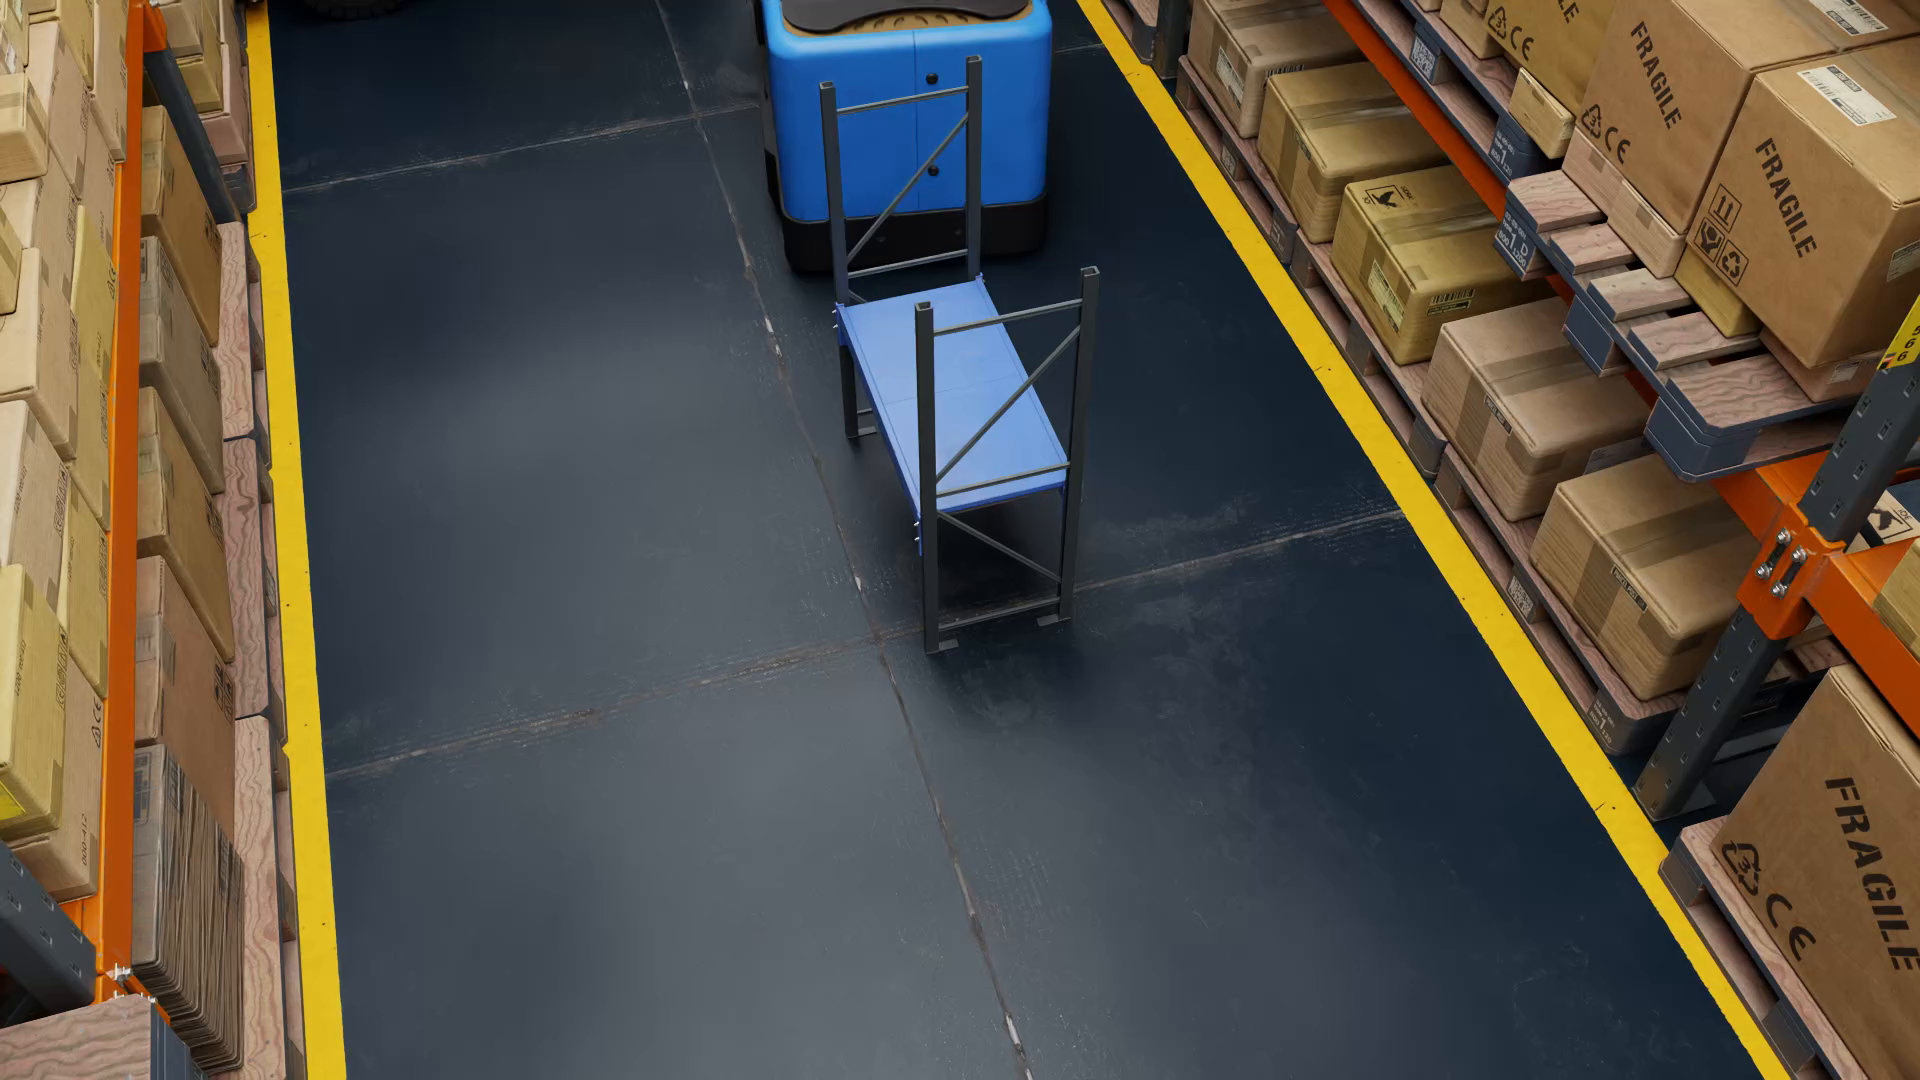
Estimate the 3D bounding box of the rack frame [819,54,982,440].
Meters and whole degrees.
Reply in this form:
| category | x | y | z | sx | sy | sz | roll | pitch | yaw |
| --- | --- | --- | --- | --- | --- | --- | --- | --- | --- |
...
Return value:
| category | x | y | z | sx | sy | sz | roll | pitch | yaw |
| --- | --- | --- | --- | --- | --- | --- | --- | --- | --- |
| rack frame | -0.176 | -0.917 | 5.542 | 0.500 | 1.500 | 0.032 | -13 | 51 | -11 |

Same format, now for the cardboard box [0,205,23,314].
| category | x | y | z | sx | sy | sz | roll | pitch | yaw |
| --- | --- | --- | --- | --- | --- | --- | --- | --- | --- |
| cardboard box | -2.394 | -0.622 | 3.823 | 0.380 | 0.149 | 0.250 | -12 | 51 | -10 |

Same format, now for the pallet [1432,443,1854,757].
| category | x | y | z | sx | sy | sz | roll | pitch | yaw |
| --- | --- | --- | --- | --- | --- | --- | --- | --- | --- |
| pallet | 2.321 | 0.061 | 5.560 | 1.003 | 0.211 | 1.213 | -13 | 51 | -11 |

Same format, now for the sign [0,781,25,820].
| category | x | y | z | sx | sy | sz | roll | pitch | yaw |
| --- | --- | --- | --- | --- | --- | --- | --- | --- | --- |
| sign | -1.674 | 0.382 | 2.761 | 0.100 | 0.325 | 0.005 | -13 | 51 | -11 |

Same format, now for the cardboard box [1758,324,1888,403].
| category | x | y | z | sx | sy | sz | roll | pitch | yaw |
| --- | --- | --- | --- | --- | --- | --- | --- | --- | --- |
| cardboard box | 2.229 | -0.507 | 4.105 | 0.380 | 0.149 | 0.250 | -12 | 51 | -10 |

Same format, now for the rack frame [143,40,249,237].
| category | x | y | z | sx | sy | sz | roll | pitch | yaw |
| --- | --- | --- | --- | --- | --- | --- | --- | --- | --- |
| rack frame | -3.373 | -2.063 | 5.527 | 1.000 | 3.000 | 0.127 | -13 | 51 | -11 |

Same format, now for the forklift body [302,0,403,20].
| category | x | y | z | sx | sy | sz | roll | pitch | yaw |
| --- | --- | --- | --- | --- | --- | --- | --- | --- | --- |
| forklift body | -2.252 | -3.738 | 7.495 | 2.313 | 2.155 | 1.214 | -13 | 51 | -11 |

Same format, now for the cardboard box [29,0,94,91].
| category | x | y | z | sx | sy | sz | roll | pitch | yaw |
| --- | --- | --- | --- | --- | --- | --- | --- | --- | --- |
| cardboard box | -2.824 | -1.501 | 4.824 | 0.500 | 0.250 | 0.500 | -15 | 51 | -12 |

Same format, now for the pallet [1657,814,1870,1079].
| category | x | y | z | sx | sy | sz | roll | pitch | yaw |
| --- | --- | --- | --- | --- | --- | --- | --- | --- | --- |
| pallet | 2.712 | 1.225 | 4.579 | 1.003 | 0.211 | 1.213 | -13 | 51 | -11 |

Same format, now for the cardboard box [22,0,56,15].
| category | x | y | z | sx | sy | sz | roll | pitch | yaw |
| --- | --- | --- | --- | --- | --- | --- | --- | --- | --- |
| cardboard box | -2.739 | -1.568 | 4.620 | 0.380 | 0.149 | 0.250 | -15 | 51 | -12 |

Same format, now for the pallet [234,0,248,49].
| category | x | y | z | sx | sy | sz | roll | pitch | yaw |
| --- | --- | --- | --- | --- | --- | --- | --- | --- | --- |
| pallet | -3.932 | -2.647 | 7.843 | 1.003 | 0.211 | 1.213 | -13 | 51 | -11 |

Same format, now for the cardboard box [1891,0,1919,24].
| category | x | y | z | sx | sy | sz | roll | pitch | yaw |
| --- | --- | --- | --- | --- | --- | --- | --- | --- | --- |
| cardboard box | 2.478 | -1.290 | 4.341 | 0.500 | 0.500 | 0.500 | -11 | 51 | -9 |

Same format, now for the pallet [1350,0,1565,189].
| category | x | y | z | sx | sy | sz | roll | pitch | yaw |
| --- | --- | --- | --- | --- | --- | --- | --- | --- | --- |
| pallet | 1.926 | -1.641 | 5.297 | 1.003 | 0.211 | 1.213 | -13 | 51 | -11 |

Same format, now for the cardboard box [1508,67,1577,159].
| category | x | y | z | sx | sy | sz | roll | pitch | yaw |
| --- | --- | --- | --- | --- | --- | --- | --- | --- | --- |
| cardboard box | 1.802 | -1.244 | 4.726 | 0.380 | 0.149 | 0.250 | -13 | 51 | -10 |

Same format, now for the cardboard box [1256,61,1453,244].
| category | x | y | z | sx | sy | sz | roll | pitch | yaw |
| --- | --- | --- | --- | --- | --- | --- | --- | --- | --- |
| cardboard box | 1.741 | -1.569 | 6.555 | 0.950 | 0.372 | 0.625 | -10 | 51 | -9 |

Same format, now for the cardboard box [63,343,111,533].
| category | x | y | z | sx | sy | sz | roll | pitch | yaw |
| --- | --- | --- | --- | --- | --- | --- | --- | --- | --- |
| cardboard box | -2.390 | -0.215 | 4.068 | 0.500 | 0.250 | 0.500 | -15 | 51 | -12 |

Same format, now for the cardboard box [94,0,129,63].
| category | x | y | z | sx | sy | sz | roll | pitch | yaw |
| --- | --- | --- | --- | --- | --- | --- | --- | --- | --- |
| cardboard box | -2.974 | -1.705 | 5.324 | 0.500 | 0.250 | 0.500 | -12 | 51 | -10 |

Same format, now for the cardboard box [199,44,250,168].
| category | x | y | z | sx | sy | sz | roll | pitch | yaw |
| --- | --- | --- | --- | --- | --- | --- | --- | --- | --- |
| cardboard box | -3.199 | -1.740 | 6.779 | 0.500 | 0.250 | 0.500 | -13 | 51 | -11 |

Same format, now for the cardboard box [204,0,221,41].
| category | x | y | z | sx | sy | sz | roll | pitch | yaw |
| --- | --- | --- | --- | --- | --- | --- | --- | --- | --- |
| cardboard box | -3.372 | -2.263 | 6.893 | 0.500 | 0.250 | 0.500 | -14 | 51 | -11 |

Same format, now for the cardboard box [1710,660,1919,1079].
| category | x | y | z | sx | sy | sz | roll | pitch | yaw |
| --- | --- | --- | --- | --- | --- | --- | --- | --- | --- |
| cardboard box | 2.676 | 0.807 | 4.223 | 0.875 | 0.875 | 0.875 | -14 | 51 | -11 |

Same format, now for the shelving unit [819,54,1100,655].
| category | x | y | z | sx | sy | sz | roll | pitch | yaw |
| --- | --- | --- | --- | --- | --- | --- | --- | --- | --- |
| shelving unit | -0.025 | -0.546 | 5.229 | 0.538 | 1.500 | 1.048 | -13 | 51 | -11 |

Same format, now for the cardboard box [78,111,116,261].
| category | x | y | z | sx | sy | sz | roll | pitch | yaw |
| --- | --- | --- | --- | --- | --- | --- | --- | --- | --- |
| cardboard box | -2.702 | -0.970 | 4.704 | 0.500 | 0.250 | 0.500 | -13 | 51 | -11 |

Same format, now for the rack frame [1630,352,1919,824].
| category | x | y | z | sx | sy | sz | roll | pitch | yaw |
| --- | --- | --- | --- | --- | --- | --- | --- | --- | --- |
| rack frame | 2.551 | -0.266 | 4.013 | 1.000 | 3.000 | 0.127 | -13 | 51 | -11 |

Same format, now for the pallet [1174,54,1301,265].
| category | x | y | z | sx | sy | sz | roll | pitch | yaw |
| --- | --- | --- | --- | --- | --- | --- | --- | --- | --- |
| pallet | 1.600 | -1.721 | 7.062 | 1.003 | 0.211 | 1.213 | -13 | 51 | -11 |

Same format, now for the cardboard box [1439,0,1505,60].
| category | x | y | z | sx | sy | sz | roll | pitch | yaw |
| --- | --- | --- | --- | --- | --- | --- | --- | --- | --- |
| cardboard box | 1.695 | -1.621 | 5.044 | 0.380 | 0.149 | 0.250 | -15 | 51 | -12 |

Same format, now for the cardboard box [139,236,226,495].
| category | x | y | z | sx | sy | sz | roll | pitch | yaw |
| --- | --- | --- | --- | --- | --- | --- | --- | --- | --- |
| cardboard box | -2.985 | -0.486 | 5.476 | 0.875 | 0.625 | 0.625 | -14 | 51 | -11 |

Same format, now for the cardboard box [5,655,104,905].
| category | x | y | z | sx | sy | sz | roll | pitch | yaw |
| --- | --- | --- | --- | --- | --- | --- | --- | --- | --- |
| cardboard box | -2.087 | 0.528 | 3.441 | 0.500 | 0.250 | 0.500 | -13 | 51 | -11 |

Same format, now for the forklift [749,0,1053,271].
| category | x | y | z | sx | sy | sz | roll | pitch | yaw |
| --- | --- | --- | --- | --- | --- | --- | --- | --- | --- |
| forklift | -0.371 | -3.148 | 6.487 | 1.130 | 2.935 | 3.031 | -6 | 50 | -5 |

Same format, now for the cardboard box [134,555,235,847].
| category | x | y | z | sx | sy | sz | roll | pitch | yaw |
| --- | --- | --- | --- | --- | --- | --- | --- | --- | --- |
| cardboard box | -2.562 | 0.555 | 4.599 | 0.875 | 0.625 | 0.625 | -12 | 51 | -10 |

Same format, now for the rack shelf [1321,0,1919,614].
| category | x | y | z | sx | sy | sz | roll | pitch | yaw |
| --- | --- | --- | --- | --- | --- | --- | --- | --- | --- |
| rack shelf | 1.959 | -1.495 | 5.519 | 1.077 | 0.370 | 4.000 | -13 | 51 | -11 |

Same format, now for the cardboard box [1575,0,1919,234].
| category | x | y | z | sx | sy | sz | roll | pitch | yaw |
| --- | --- | --- | --- | --- | --- | --- | --- | --- | --- |
| cardboard box | 1.988 | -1.174 | 4.243 | 0.500 | 0.500 | 0.500 | -14 | 51 | -12 |

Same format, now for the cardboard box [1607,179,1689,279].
| category | x | y | z | sx | sy | sz | roll | pitch | yaw |
| --- | --- | --- | --- | --- | --- | --- | --- | --- | --- |
| cardboard box | 1.964 | -0.860 | 4.403 | 0.380 | 0.149 | 0.250 | -14 | 51 | -11 |

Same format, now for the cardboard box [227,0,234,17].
| category | x | y | z | sx | sy | sz | roll | pitch | yaw |
| --- | --- | --- | --- | --- | --- | --- | --- | --- | --- |
| cardboard box | -3.531 | -2.479 | 7.402 | 0.500 | 0.250 | 0.500 | -13 | 51 | -10 |

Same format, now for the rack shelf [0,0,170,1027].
| category | x | y | z | sx | sy | sz | roll | pitch | yaw |
| --- | --- | --- | --- | --- | --- | --- | --- | --- | --- |
| rack shelf | -2.781 | -0.370 | 4.571 | 1.077 | 0.370 | 4.000 | -13 | 51 | -11 |

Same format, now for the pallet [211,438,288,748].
| category | x | y | z | sx | sy | sz | roll | pitch | yaw |
| --- | --- | --- | --- | --- | --- | --- | --- | --- | --- |
| pallet | -2.753 | 0.258 | 5.394 | 1.003 | 0.211 | 1.213 | -13 | 51 | -11 |

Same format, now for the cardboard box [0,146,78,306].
| category | x | y | z | sx | sy | sz | roll | pitch | yaw |
| --- | --- | --- | --- | --- | --- | --- | --- | --- | --- |
| cardboard box | -2.547 | -0.753 | 4.194 | 0.500 | 0.250 | 0.500 | -13 | 51 | -10 |

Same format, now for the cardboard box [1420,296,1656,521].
| category | x | y | z | sx | sy | sz | roll | pitch | yaw |
| --- | --- | --- | --- | --- | --- | --- | --- | --- | --- |
| cardboard box | 2.167 | -0.507 | 5.659 | 0.950 | 0.372 | 0.625 | -14 | 51 | -12 |

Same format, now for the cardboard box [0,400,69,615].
| category | x | y | z | sx | sy | sz | roll | pitch | yaw |
| --- | --- | --- | --- | --- | --- | --- | --- | --- | --- |
| cardboard box | -2.234 | 0.001 | 3.559 | 0.500 | 0.250 | 0.500 | -12 | 51 | -10 |

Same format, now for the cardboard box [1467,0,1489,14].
| category | x | y | z | sx | sy | sz | roll | pitch | yaw |
| --- | --- | --- | --- | --- | --- | --- | --- | --- | --- |
| cardboard box | 1.677 | -1.941 | 4.890 | 0.500 | 0.500 | 0.500 | -15 | 52 | -12 |

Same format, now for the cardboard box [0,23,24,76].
| category | x | y | z | sx | sy | sz | roll | pitch | yaw |
| --- | --- | --- | --- | --- | --- | --- | --- | --- | --- |
| cardboard box | -2.653 | -1.178 | 4.292 | 0.380 | 0.149 | 0.250 | -13 | 51 | -11 |
